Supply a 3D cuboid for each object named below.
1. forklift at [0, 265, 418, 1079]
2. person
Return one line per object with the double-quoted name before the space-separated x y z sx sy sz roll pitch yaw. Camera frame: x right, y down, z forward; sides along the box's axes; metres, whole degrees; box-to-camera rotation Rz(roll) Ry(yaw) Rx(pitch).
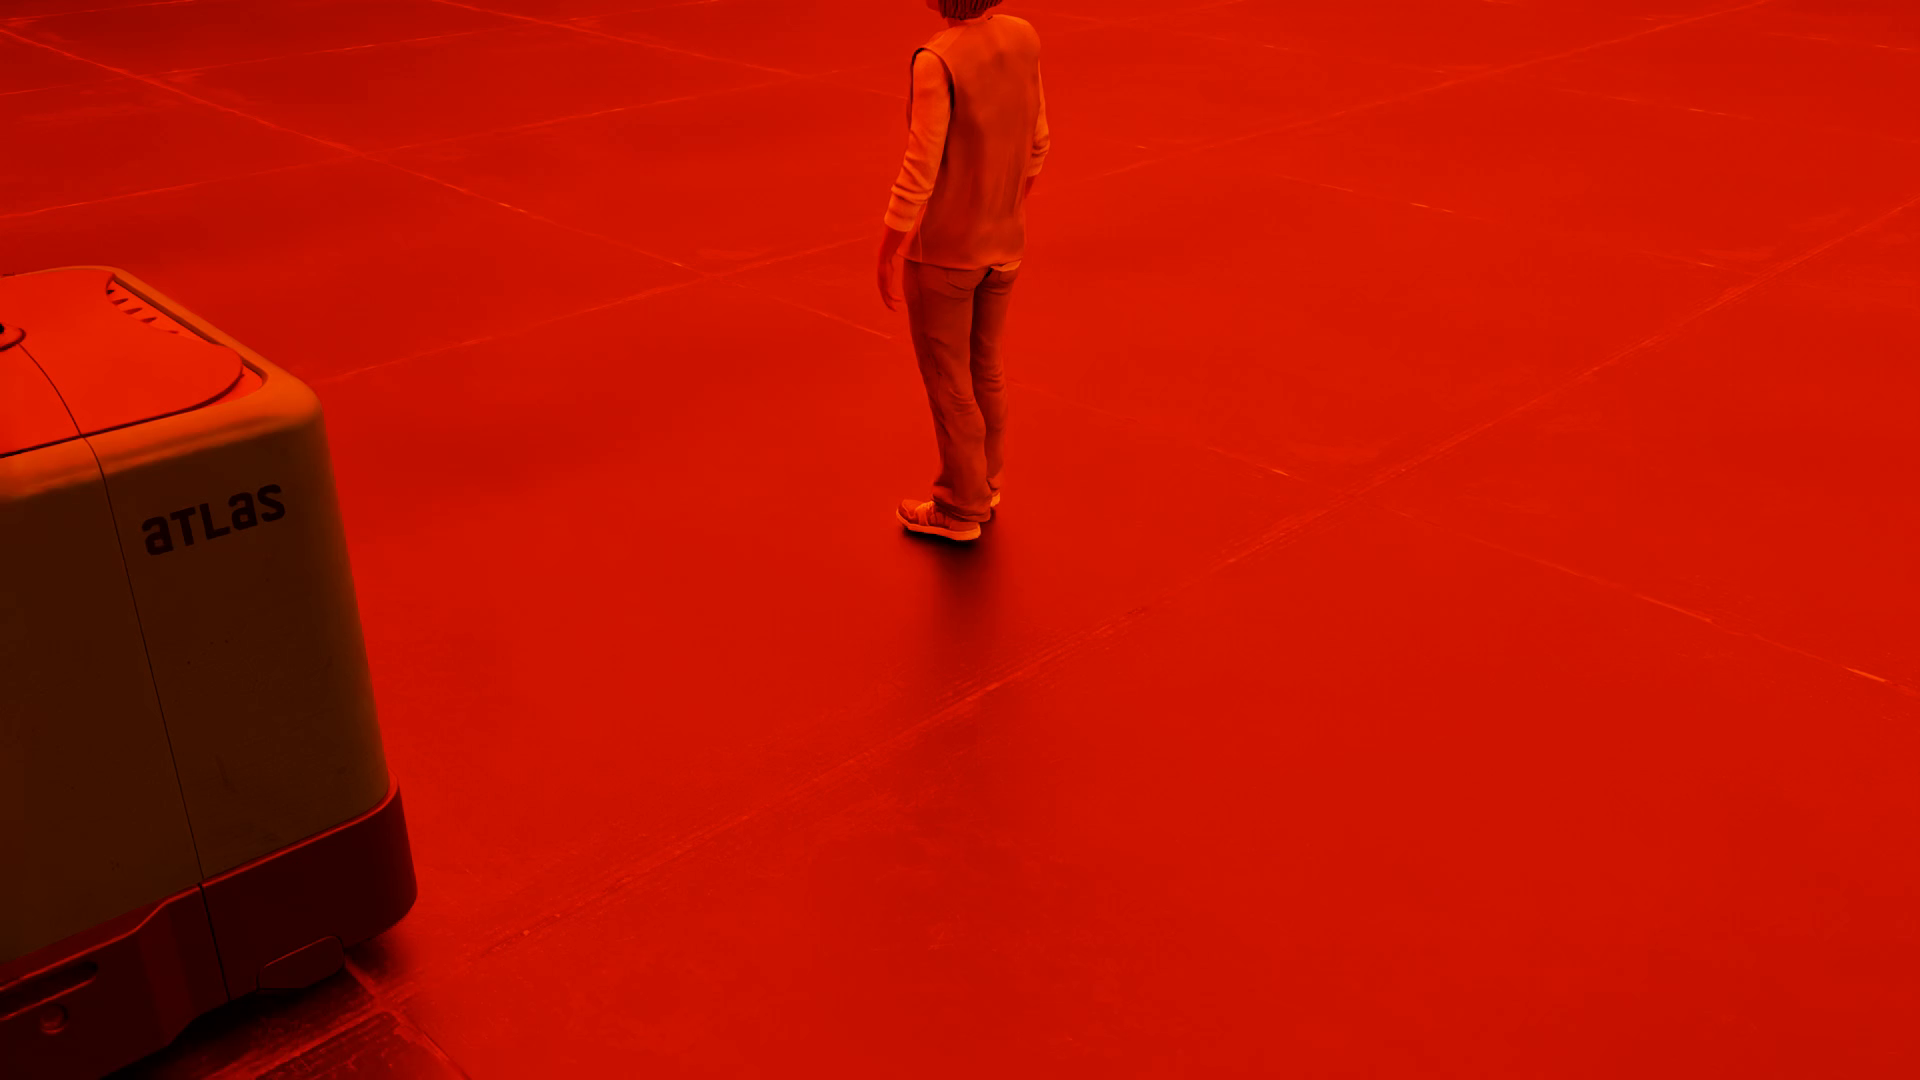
"forklift" -2.418 -0.305 1.836 3.031 2.935 1.130 -22 34 -37
"person" -0.042 -0.751 4.243 0.521 1.596 0.475 -24 35 -39
